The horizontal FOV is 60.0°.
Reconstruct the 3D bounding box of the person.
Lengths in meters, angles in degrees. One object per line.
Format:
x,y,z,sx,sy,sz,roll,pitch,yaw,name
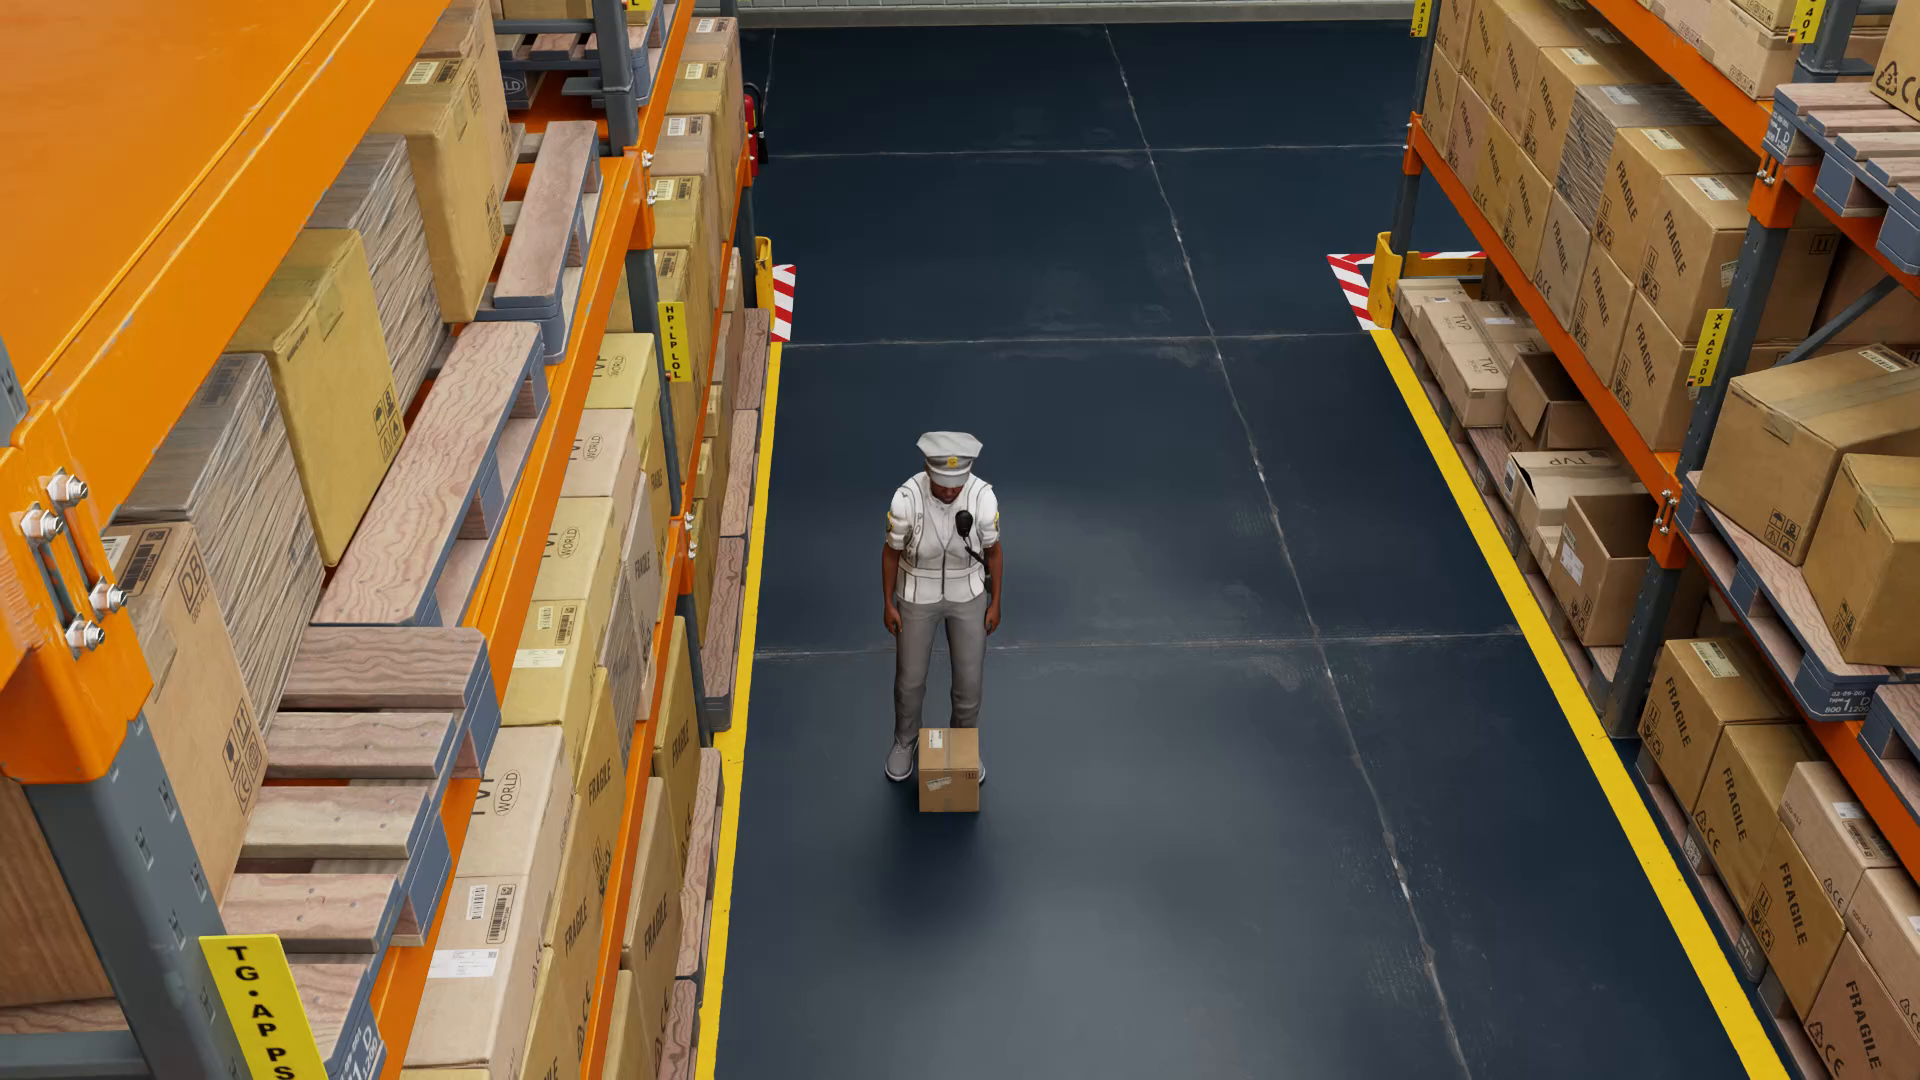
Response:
-0.075,0.268,6.771,0.504,1.657,0.416,-2,35,-3,person
